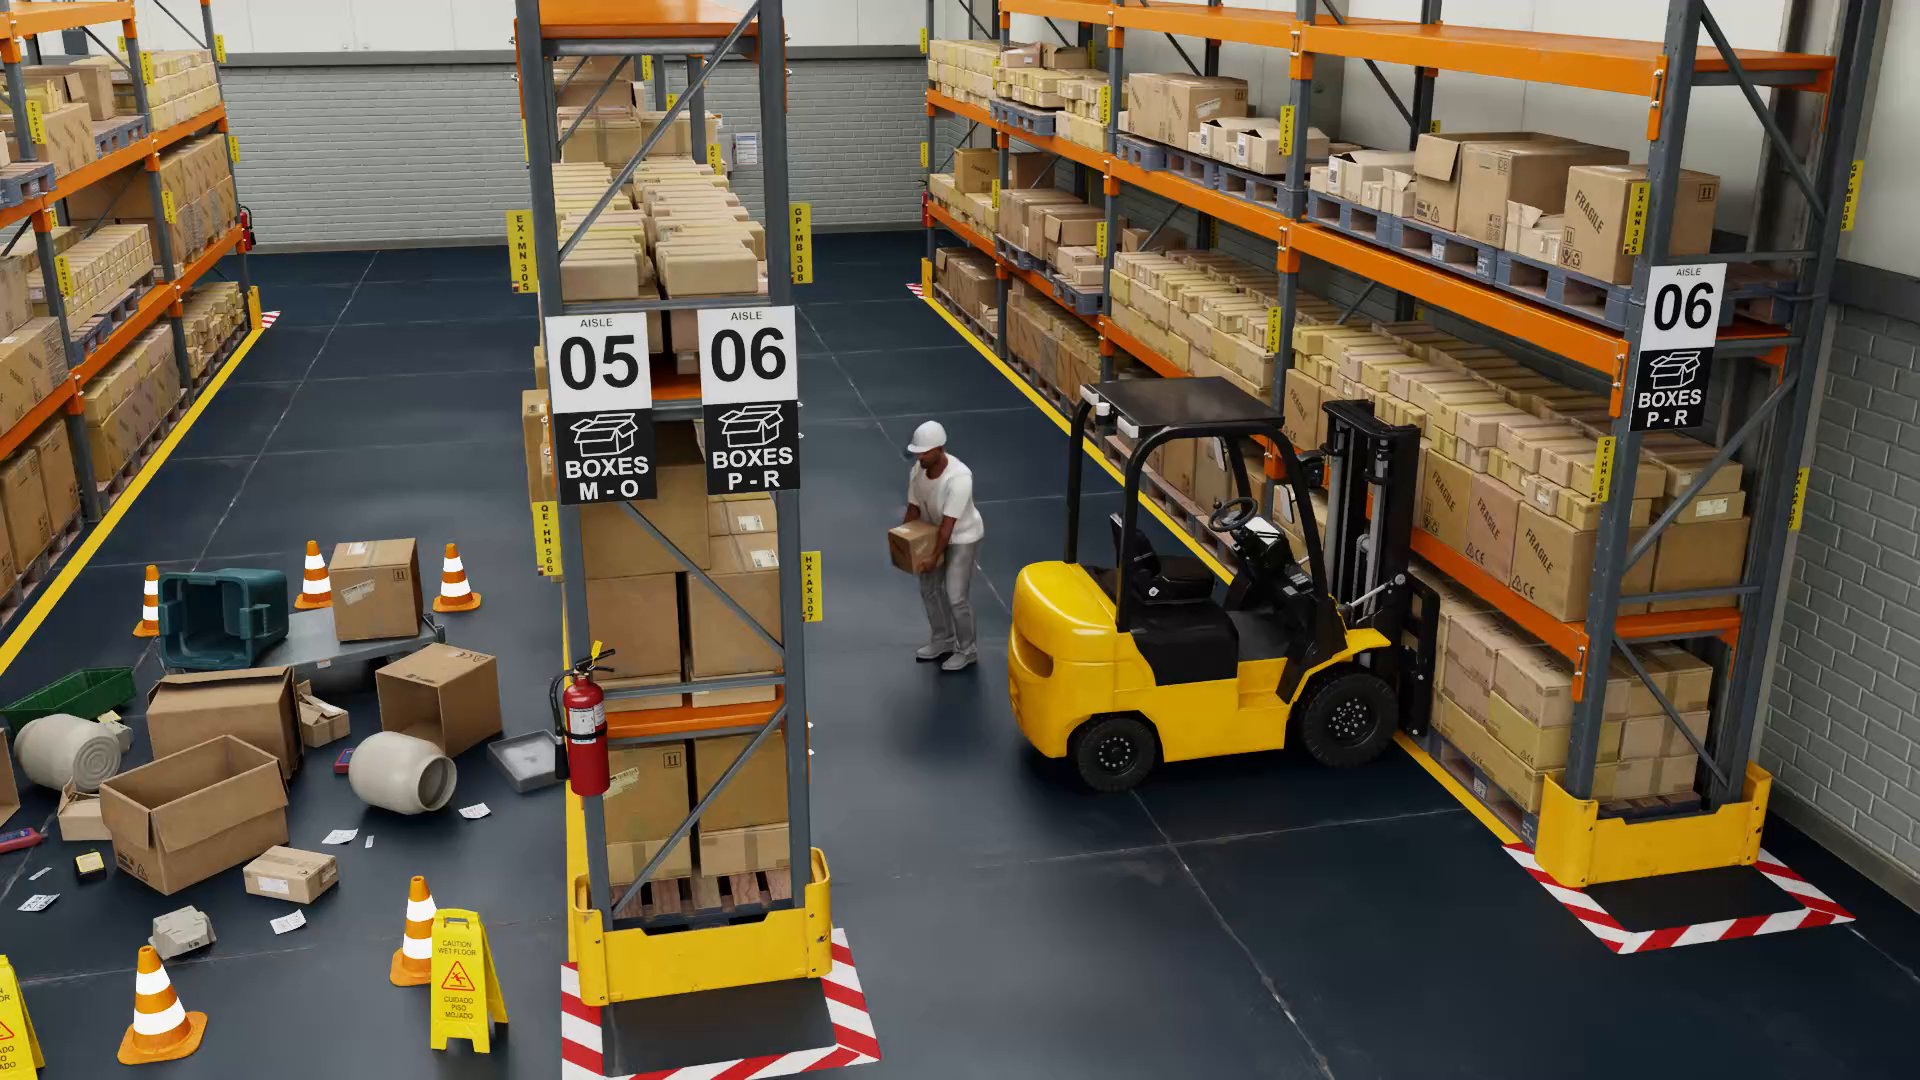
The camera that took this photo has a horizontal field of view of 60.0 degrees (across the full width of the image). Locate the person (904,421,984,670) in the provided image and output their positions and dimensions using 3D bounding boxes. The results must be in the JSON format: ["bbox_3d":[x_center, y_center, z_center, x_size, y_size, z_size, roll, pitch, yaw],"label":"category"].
[{"bbox_3d":[-0.134,0.032,11.012,0.617,1.720,0.498,-17,26,-40],"label":"person"}]
